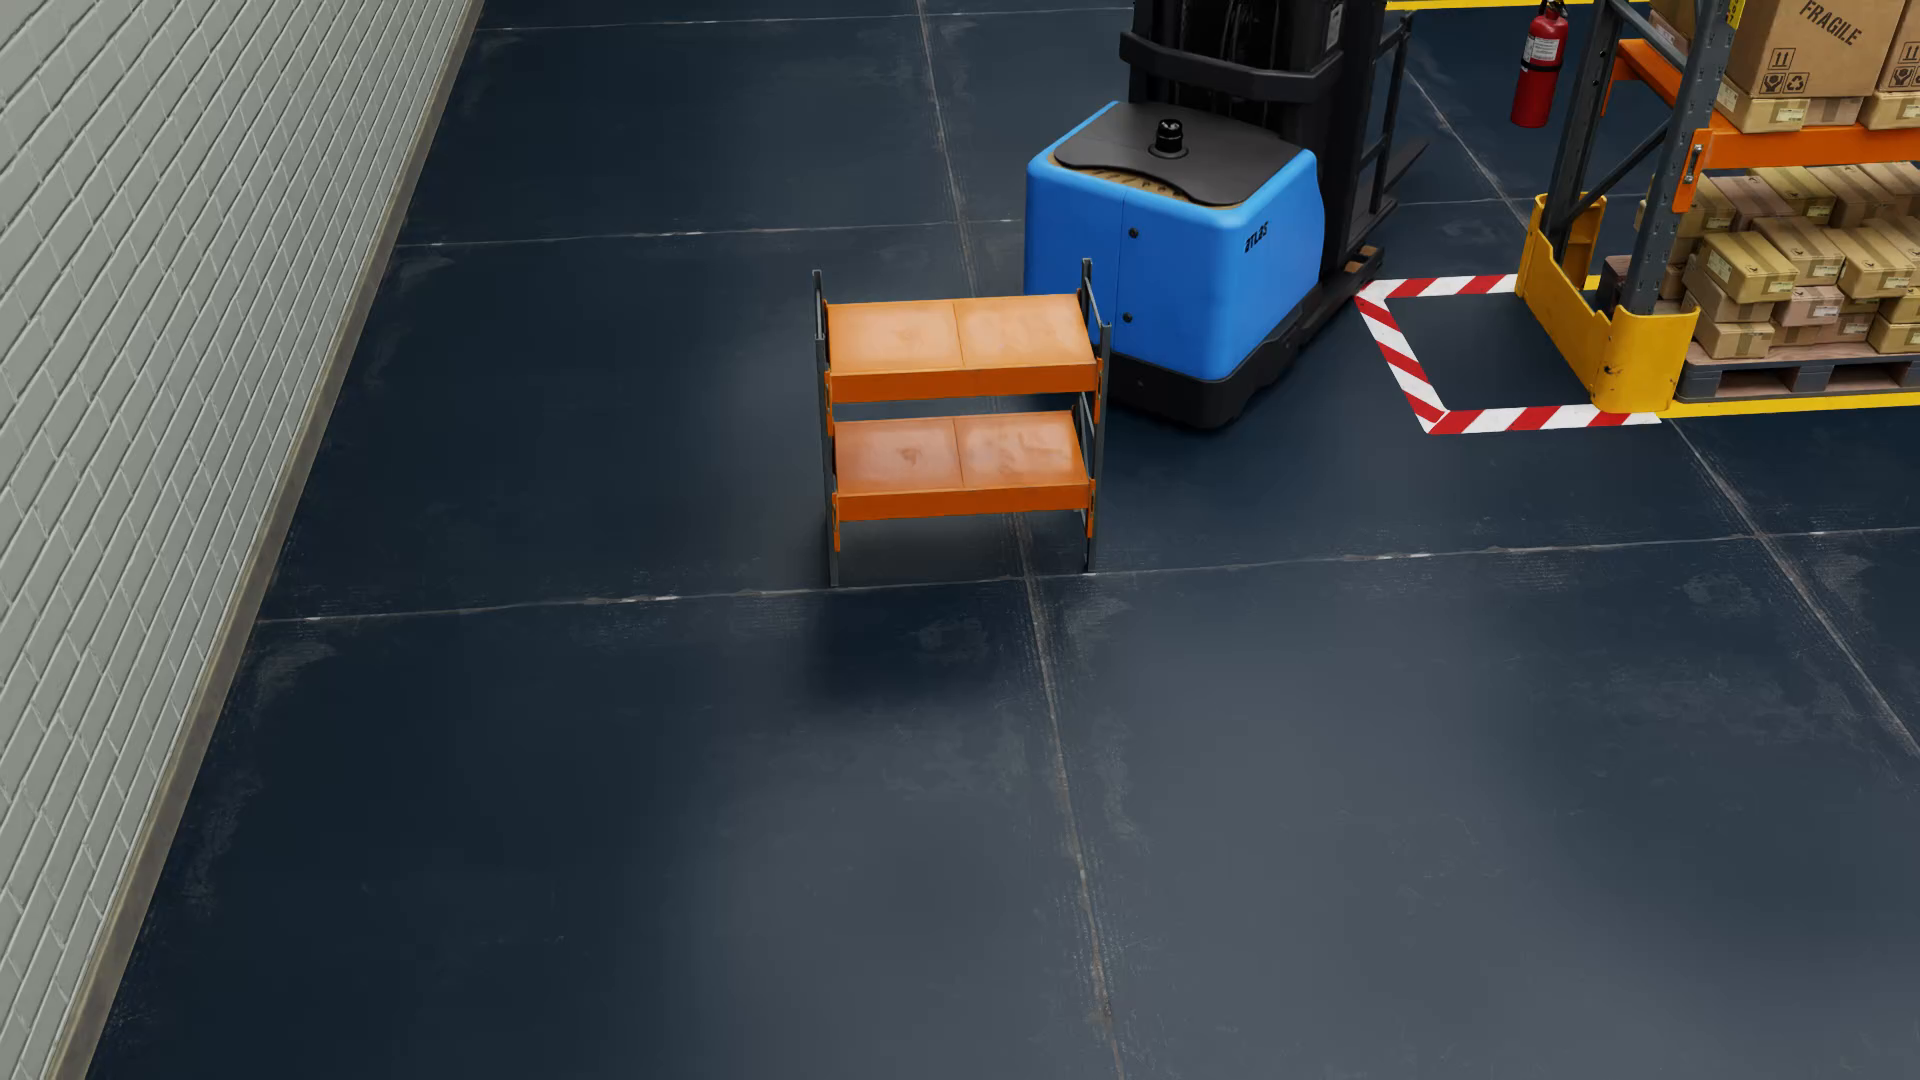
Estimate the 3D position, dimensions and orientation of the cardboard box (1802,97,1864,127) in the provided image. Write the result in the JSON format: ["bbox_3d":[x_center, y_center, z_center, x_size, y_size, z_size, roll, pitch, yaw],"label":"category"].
[{"bbox_3d":[3.522,-1.863,6.892,0.250,0.149,0.380,-2,38,-2],"label":"cardboard box"}]

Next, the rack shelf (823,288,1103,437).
[{"bbox_3d":[-0.007,-0.671,6.220,1.000,0.278,0.538,-3,38,-4],"label":"rack shelf"}]

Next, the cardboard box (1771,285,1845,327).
[{"bbox_3d":[3.743,-1.120,7.470,0.250,0.149,0.380,-3,38,-4],"label":"cardboard box"}]

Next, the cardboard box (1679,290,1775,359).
[{"bbox_3d":[3.471,-0.984,7.537,0.250,0.149,0.380,-2,38,-3],"label":"cardboard box"}]

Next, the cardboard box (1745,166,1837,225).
[{"bbox_3d":[3.927,-1.642,7.892,0.250,0.149,0.380,-4,38,-5],"label":"cardboard box"}]

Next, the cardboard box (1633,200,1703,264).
[{"bbox_3d":[3.421,-1.474,7.919,0.250,0.149,0.380,-4,38,-5],"label":"cardboard box"}]

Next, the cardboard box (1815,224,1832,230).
[{"bbox_3d":[3.938,-1.504,7.957,0.250,0.149,0.380,-5,39,-6],"label":"cardboard box"}]

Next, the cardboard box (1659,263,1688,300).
[{"bbox_3d":[3.426,-1.310,7.951,0.250,0.149,0.380,-3,38,-3],"label":"cardboard box"}]

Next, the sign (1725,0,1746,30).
[{"bbox_3d":[2.969,-2.112,6.306,0.005,0.325,0.100,-3,38,-4],"label":"sign"}]

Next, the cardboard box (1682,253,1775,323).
[{"bbox_3d":[3.465,-1.139,7.495,0.250,0.149,0.380,-2,38,-2],"label":"cardboard box"}]

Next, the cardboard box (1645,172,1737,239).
[{"bbox_3d":[3.425,-1.571,7.802,0.250,0.149,0.380,-3,38,-3],"label":"cardboard box"}]

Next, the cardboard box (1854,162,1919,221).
[{"bbox_3d":[4.453,-1.666,7.923,0.250,0.149,0.380,-2,38,-2],"label":"cardboard box"}]

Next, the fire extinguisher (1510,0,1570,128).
[{"bbox_3d":[2.629,-2.201,7.481,0.183,0.674,0.296,-3,38,-4],"label":"fire extinguisher"}]

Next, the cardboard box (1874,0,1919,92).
[{"bbox_3d":[3.923,-2.162,6.748,0.500,0.500,0.500,-3,38,-4],"label":"cardboard box"}]

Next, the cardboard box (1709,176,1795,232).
[{"bbox_3d":[3.681,-1.550,7.775,0.250,0.149,0.380,-2,38,-3],"label":"cardboard box"}]

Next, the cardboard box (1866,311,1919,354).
[{"bbox_3d":[4.235,-1.013,7.574,0.250,0.149,0.380,-3,38,-3],"label":"cardboard box"}]

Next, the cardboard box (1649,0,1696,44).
[{"bbox_3d":[3.345,-2.446,7.108,0.500,0.500,0.500,-2,38,-3],"label":"cardboard box"}]

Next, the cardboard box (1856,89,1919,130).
[{"bbox_3d":[3.795,-1.845,6.869,0.250,0.149,0.380,-4,38,-5],"label":"cardboard box"}]

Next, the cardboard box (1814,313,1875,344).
[{"bbox_3d":[3.971,-1.066,7.642,0.250,0.149,0.380,-3,38,-3],"label":"cardboard box"}]

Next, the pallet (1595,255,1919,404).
[{"bbox_3d":[3.808,-1.039,7.896,1.213,0.211,1.003,-3,38,-4],"label":"pallet"}]

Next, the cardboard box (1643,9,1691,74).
[{"bbox_3d":[3.220,-2.200,7.320,0.250,0.149,0.380,-3,38,-4],"label":"cardboard box"}]

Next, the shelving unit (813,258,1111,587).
[{"bbox_3d":[-0.007,-0.441,6.401,1.048,1.125,0.538,-3,38,-4],"label":"shelving unit"}]

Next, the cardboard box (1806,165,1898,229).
[{"bbox_3d":[4.191,-1.617,7.860,0.250,0.149,0.380,-5,39,-6],"label":"cardboard box"}]

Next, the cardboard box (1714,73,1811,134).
[{"bbox_3d":[3.272,-1.824,6.842,0.250,0.149,0.380,-3,38,-4],"label":"cardboard box"}]

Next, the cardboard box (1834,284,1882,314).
[{"bbox_3d":[3.979,-1.188,7.556,0.250,0.149,0.380,-3,38,-3],"label":"cardboard box"}]

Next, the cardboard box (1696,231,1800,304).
[{"bbox_3d":[3.472,-1.205,7.338,0.250,0.149,0.380,-5,39,-6],"label":"cardboard box"}]

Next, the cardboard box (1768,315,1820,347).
[{"bbox_3d":[3.724,-1.048,7.620,0.250,0.149,0.380,-3,38,-4],"label":"cardboard box"}]

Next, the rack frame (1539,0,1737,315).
[{"bbox_3d":[2.920,-2.107,6.998,0.127,3.000,1.000,-3,38,-4],"label":"rack frame"}]

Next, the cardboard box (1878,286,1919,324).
[{"bbox_3d":[4.244,-1.135,7.489,0.250,0.149,0.380,-2,38,-3],"label":"cardboard box"}]

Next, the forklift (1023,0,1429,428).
[{"bbox_3d":[1.490,-2.518,7.576,1.130,2.935,3.031,22,43,25],"label":"forklift"}]

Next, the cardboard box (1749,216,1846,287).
[{"bbox_3d":[3.736,-1.294,7.451,0.250,0.149,0.380,-2,38,-3],"label":"cardboard box"}]

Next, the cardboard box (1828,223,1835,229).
[{"bbox_3d":[4.215,-1.455,7.895,0.250,0.149,0.380,-4,38,-5],"label":"cardboard box"}]

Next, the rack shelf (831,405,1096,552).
[{"bbox_3d":[-0.007,-0.249,6.553,1.000,0.278,0.538,-3,38,-4],"label":"rack shelf"}]

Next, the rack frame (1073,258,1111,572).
[{"bbox_3d":[0.500,-0.469,6.436,0.032,1.125,0.500,-3,38,-4],"label":"rack frame"}]

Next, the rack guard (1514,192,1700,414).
[{"bbox_3d":[2.996,-1.130,7.778,0.348,0.500,1.175,-3,38,-4],"label":"rack guard"}]

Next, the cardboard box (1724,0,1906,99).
[{"bbox_3d":[3.392,-2.117,6.690,0.500,0.500,0.500,-1,38,-2],"label":"cardboard box"}]

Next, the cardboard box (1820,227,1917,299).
[{"bbox_3d":[3.999,-1.229,7.368,0.250,0.149,0.380,-3,38,-4],"label":"cardboard box"}]

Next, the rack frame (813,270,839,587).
[{"bbox_3d":[-0.513,-0.413,6.366,0.032,1.125,0.500,-3,38,-4],"label":"rack frame"}]

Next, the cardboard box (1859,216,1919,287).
[{"bbox_3d":[4.238,-1.294,7.450,0.250,0.149,0.380,-5,39,-6],"label":"cardboard box"}]

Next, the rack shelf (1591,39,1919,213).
[{"bbox_3d":[4.912,-1.934,7.360,4.000,0.370,1.077,-3,38,-4],"label":"rack shelf"}]
